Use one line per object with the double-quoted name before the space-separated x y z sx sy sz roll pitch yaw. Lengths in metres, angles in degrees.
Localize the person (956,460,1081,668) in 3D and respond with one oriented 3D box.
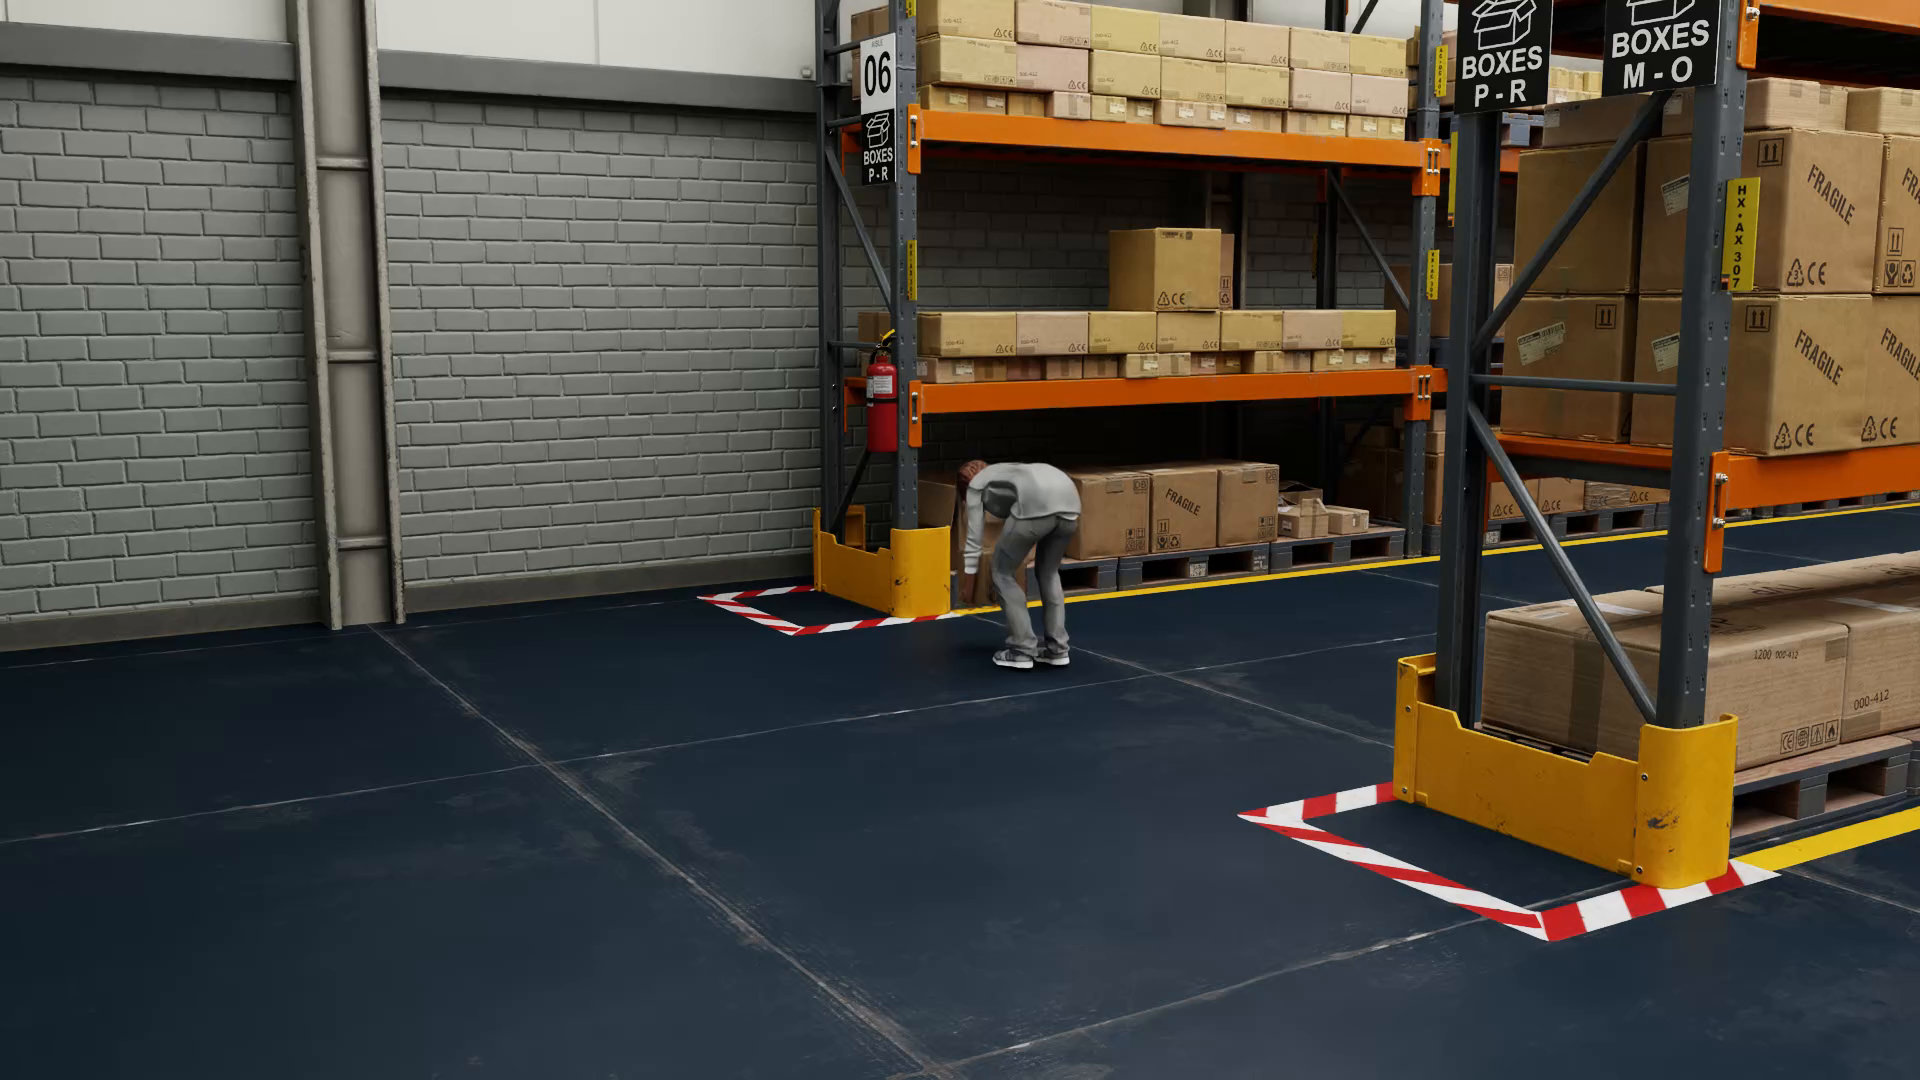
"person" 0.258 0.101 8.234 0.391 1.001 0.871 -5 10 -33
